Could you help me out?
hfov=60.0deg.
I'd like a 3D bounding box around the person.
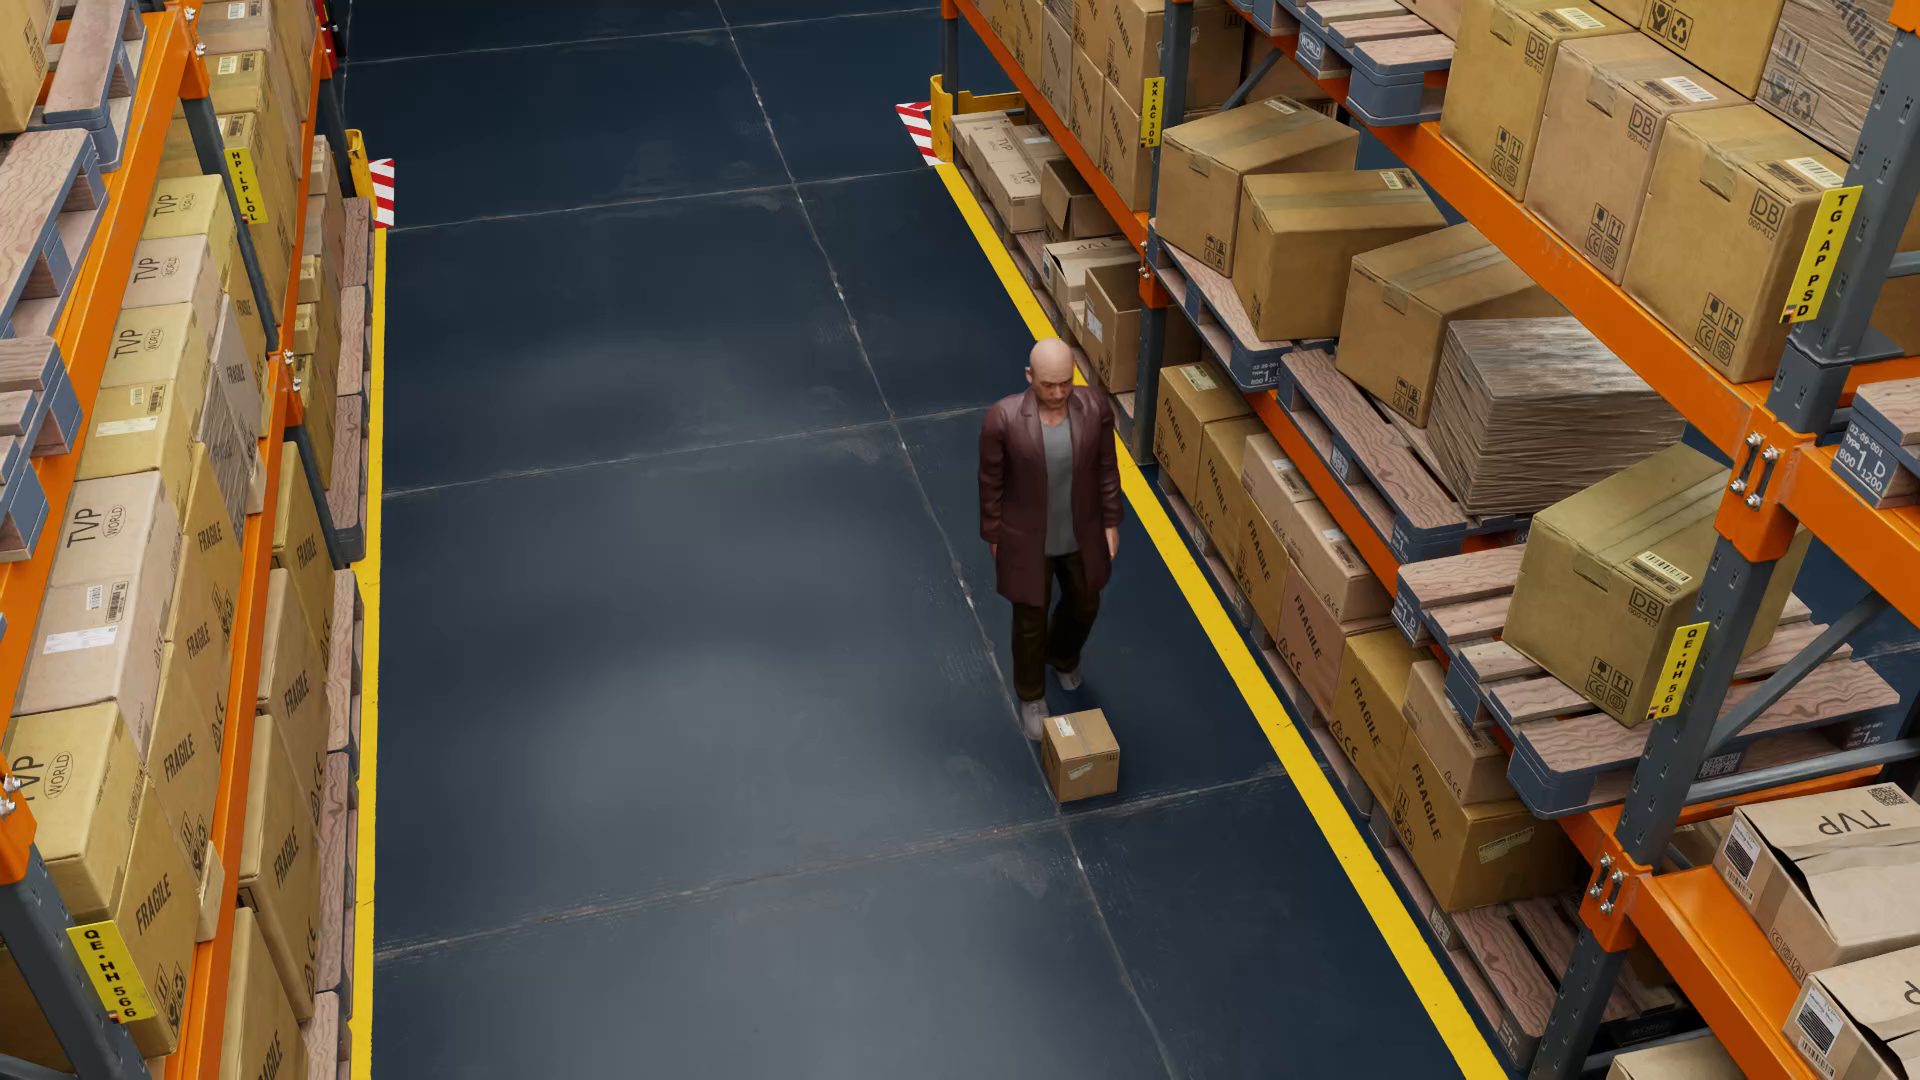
[{"bbox_3d":[0.379,0.014,6.777,0.595,1.867,0.551,-8,38,-11],"label":"person"}]
